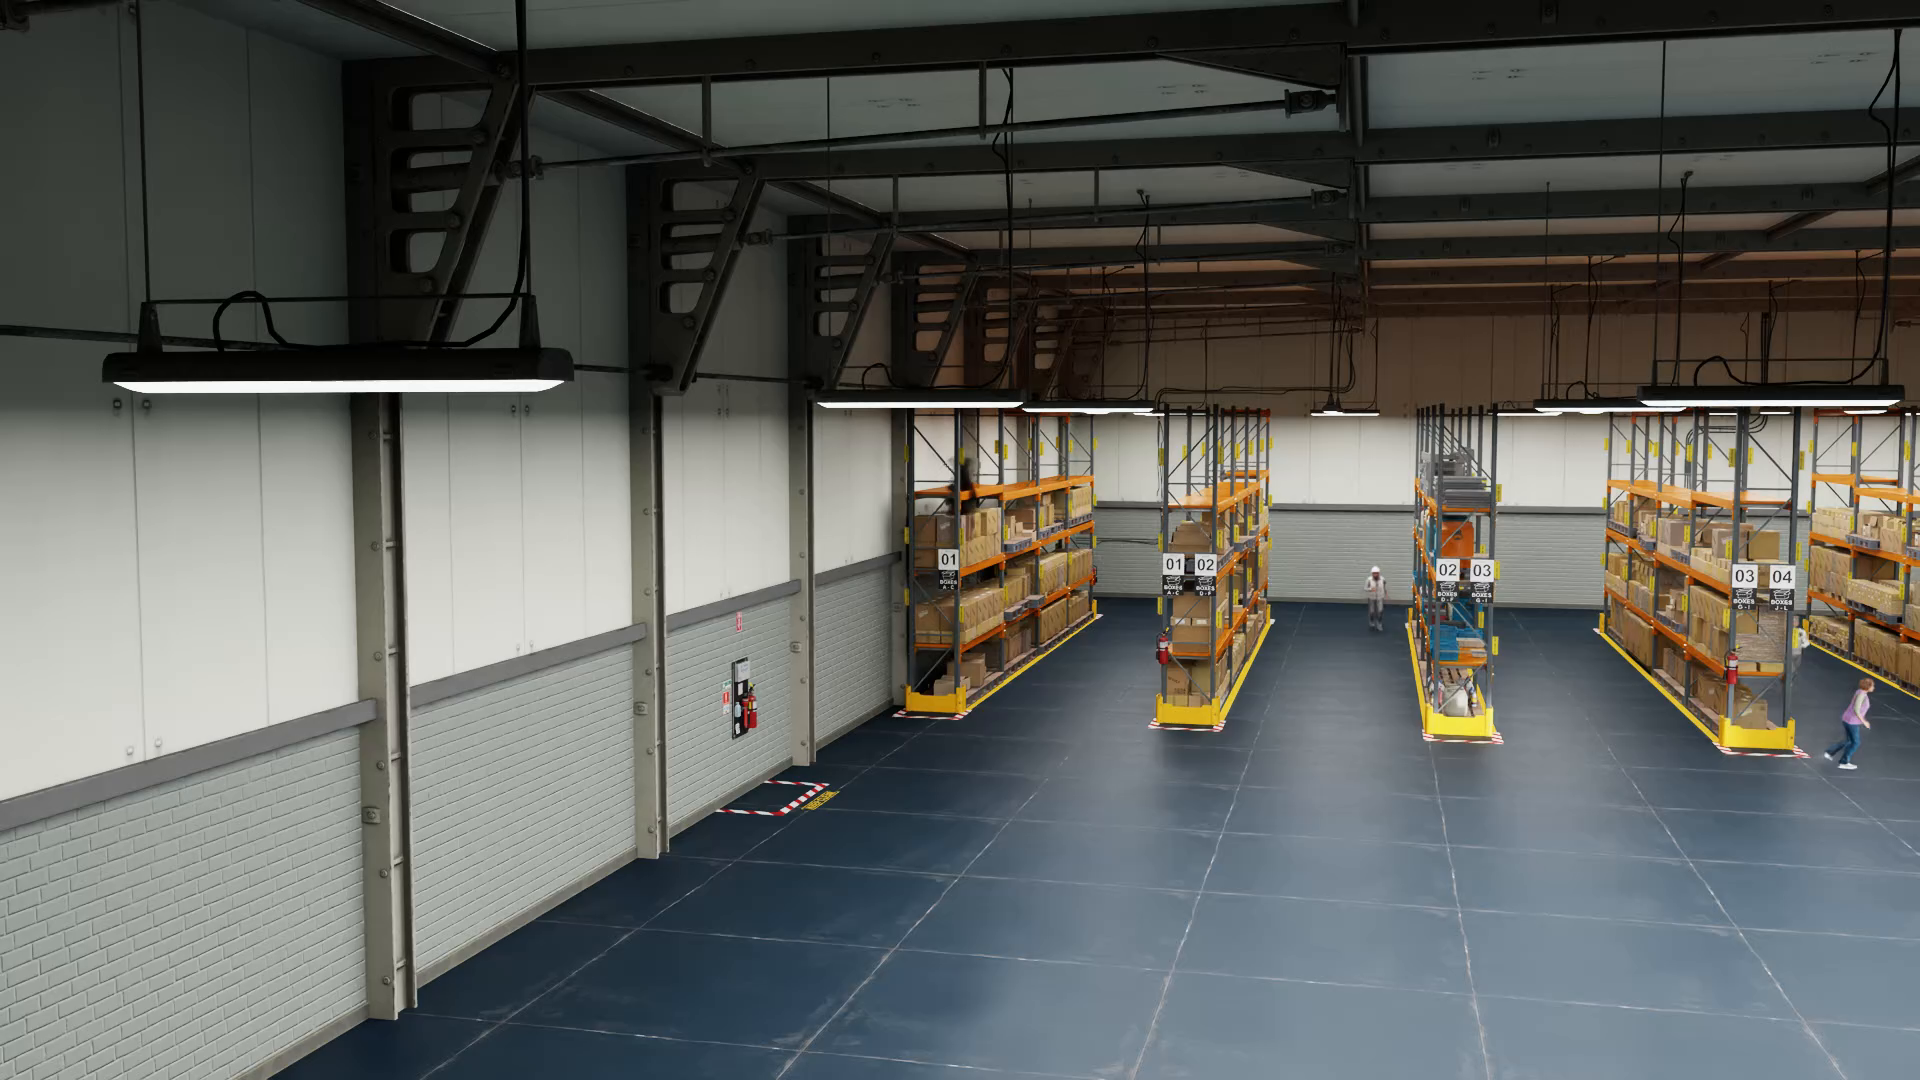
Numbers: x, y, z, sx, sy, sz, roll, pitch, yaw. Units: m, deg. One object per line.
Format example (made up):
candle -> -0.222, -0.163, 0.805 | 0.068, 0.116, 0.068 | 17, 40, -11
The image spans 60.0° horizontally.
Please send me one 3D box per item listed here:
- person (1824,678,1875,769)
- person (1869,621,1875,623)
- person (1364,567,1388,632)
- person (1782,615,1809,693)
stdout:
person -> 14.522, 2.982, 27.163 | 0.698, 1.525, 0.537 | 2, 5, 29
person -> 24.167, 1.790, 43.771 | 0.912, 1.509, 0.633 | 0, 4, 6
person -> 11.261, 1.583, 45.025 | 0.660, 1.751, 0.975 | 1, 4, 9
person -> 17.203, 2.378, 34.307 | 0.570, 1.677, 0.638 | 1, 4, 8
